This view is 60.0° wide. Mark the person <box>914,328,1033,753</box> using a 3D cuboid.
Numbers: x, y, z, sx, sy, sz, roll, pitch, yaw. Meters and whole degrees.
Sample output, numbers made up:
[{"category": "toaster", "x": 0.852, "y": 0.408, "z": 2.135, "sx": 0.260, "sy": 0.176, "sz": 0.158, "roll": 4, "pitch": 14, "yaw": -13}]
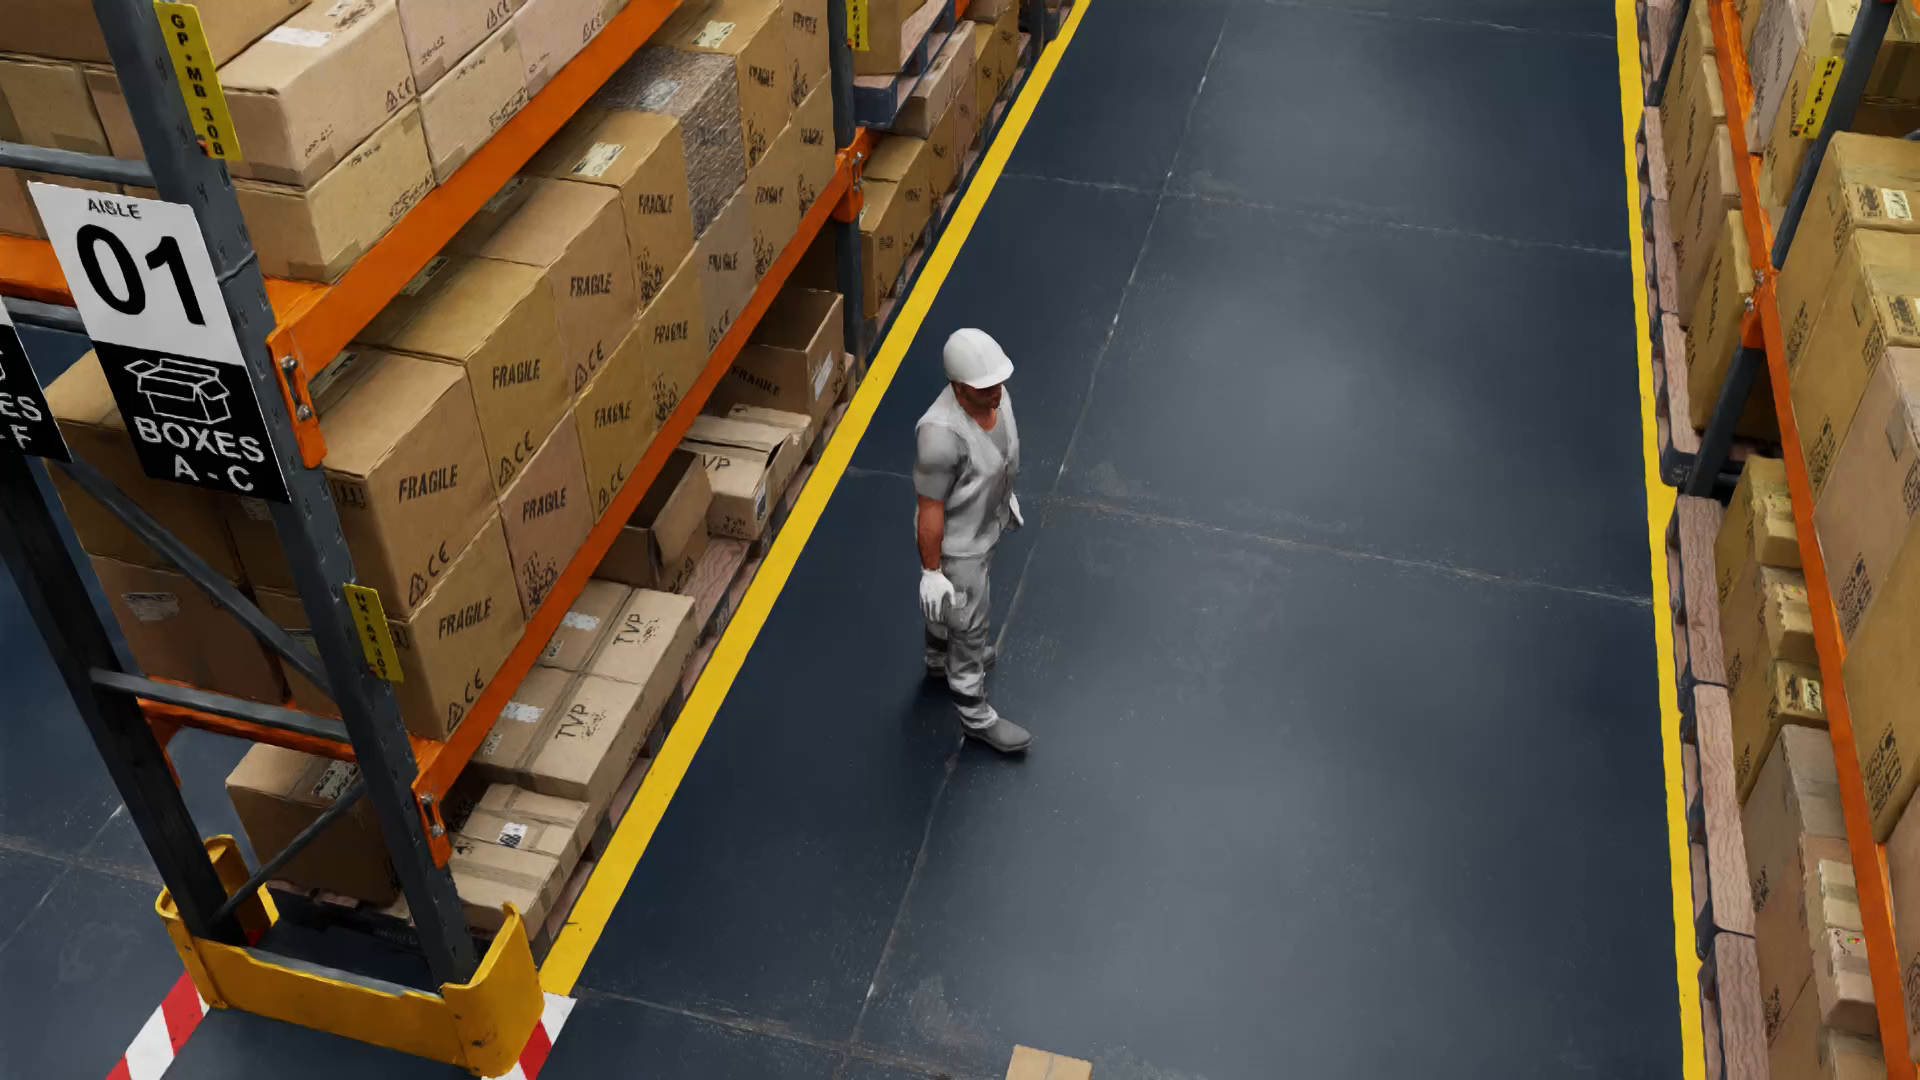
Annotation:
[{"category": "person", "x": 0.066, "y": 0.007, "z": 6.093, "sx": 0.577, "sy": 1.787, "sz": 0.689, "roll": 16, "pitch": 43, "yaw": 18}]
